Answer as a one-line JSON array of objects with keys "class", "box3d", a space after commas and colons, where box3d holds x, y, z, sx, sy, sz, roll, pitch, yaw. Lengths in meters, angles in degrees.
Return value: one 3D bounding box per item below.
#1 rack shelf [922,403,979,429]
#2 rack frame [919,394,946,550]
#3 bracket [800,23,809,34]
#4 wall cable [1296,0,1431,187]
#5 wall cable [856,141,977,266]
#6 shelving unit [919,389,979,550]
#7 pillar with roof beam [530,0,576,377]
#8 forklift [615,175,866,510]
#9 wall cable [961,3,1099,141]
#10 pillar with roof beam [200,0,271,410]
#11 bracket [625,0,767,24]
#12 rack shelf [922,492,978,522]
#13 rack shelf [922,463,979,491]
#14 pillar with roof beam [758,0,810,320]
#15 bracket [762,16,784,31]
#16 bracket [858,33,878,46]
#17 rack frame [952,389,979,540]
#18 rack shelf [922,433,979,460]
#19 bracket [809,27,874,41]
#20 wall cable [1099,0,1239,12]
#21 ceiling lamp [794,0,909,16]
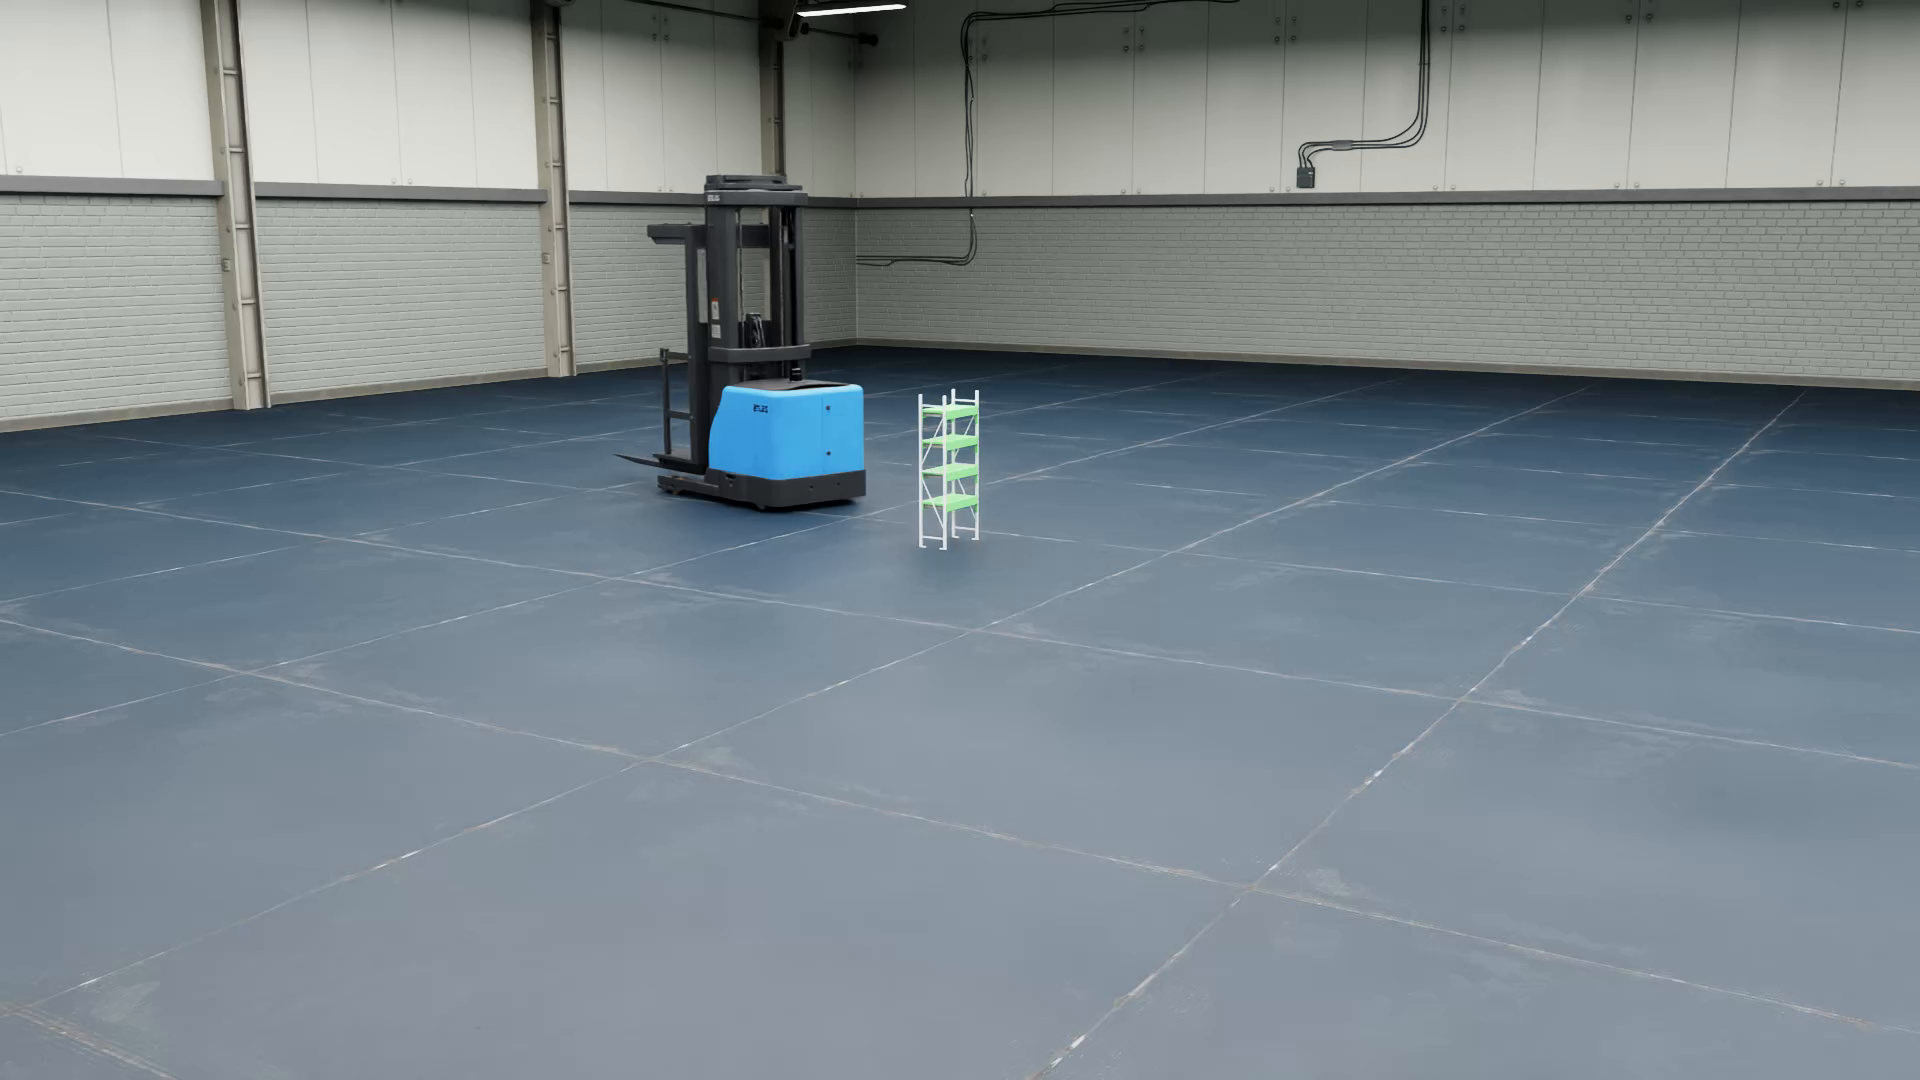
[{"class": "rack shelf", "box3d": [-0.086, -0.973, 13.043, 0.258, 0.148, 0.480, 6, 12, 31]}, {"class": "rack frame", "box3d": [-0.213, -0.525, 12.914, 0.240, 1.200, 0.015, 6, 12, 31]}, {"class": "bracket", "box3d": [-3.134, -9.954, 32.300, 0.235, 0.232, 0.430, 6, 12, 31]}, {"class": "wall cable", "box3d": [7.113, -9.252, 29.093, 2.305, 6.003, 0.169, 6, 12, 31]}, {"class": "wall cable", "box3d": [-0.993, -6.964, 34.549, 3.097, 2.526, 0.112, 6, 12, 31]}, {"class": "shelving unit", "box3d": [-0.086, -0.564, 13.119, 0.258, 1.200, 0.503, 6, 12, 31]}, {"class": "pillar with roof beam", "box3d": [-3.088, -6.798, 25.226, 9.100, 9.000, 0.548, 6, 12, 31]}, {"class": "forklift", "box3d": [-2.218, -1.920, 15.660, 1.130, 2.935, 3.031, -9, 14, -41]}, {"class": "wall cable", "box3d": [1.319, -9.188, 32.704, 3.097, 2.526, 0.112, 6, 12, 31]}, {"class": "pillar with roof beam", "box3d": [-6.203, -5.854, 20.186, 9.100, 9.000, 0.400, 6, 12, 31]}, {"class": "bracket", "box3d": [-4.902, -9.418, 29.438, 0.076, 0.066, 4.783, 6, 12, 31]}, {"class": "rack shelf", "box3d": [-0.086, -0.265, 13.175, 0.258, 0.148, 0.480, 6, 12, 31]}, {"class": "rack shelf", "box3d": [-0.086, -0.501, 13.131, 0.258, 0.148, 0.480, 6, 12, 31]}, {"class": "pillar with roof beam", "box3d": [0.027, -7.742, 30.267, 9.100, 9.000, 0.548, 6, 12, 31]}, {"class": "bracket", "box3d": [-3.564, -9.823, 31.603, 0.235, 0.232, 0.430, 6, 12, 31]}, {"class": "bracket", "box3d": [-1.903, -10.326, 34.291, 0.235, 0.232, 0.430, 6, 12, 31]}, {"class": "rack frame", "box3d": [0.041, -0.602, 13.324, 0.240, 1.200, 0.015, 6, 12, 31]}, {"class": "rack shelf", "box3d": [-0.086, -0.737, 13.087, 0.258, 0.148, 0.480, 6, 12, 31]}, {"class": "bracket", "box3d": [-2.210, -10.233, 33.795, 0.076, 0.066, 3.189, 6, 12, 31]}, {"class": "wall cable", "box3d": [3.964, -11.128, 30.706, 3.097, 2.526, 0.112, 6, 12, 31]}, {"class": "ceiling lamp", "box3d": [-1.599, -9.961, 26.257, 2.000, 3.185, 0.800, 6, 12, 31]}]
